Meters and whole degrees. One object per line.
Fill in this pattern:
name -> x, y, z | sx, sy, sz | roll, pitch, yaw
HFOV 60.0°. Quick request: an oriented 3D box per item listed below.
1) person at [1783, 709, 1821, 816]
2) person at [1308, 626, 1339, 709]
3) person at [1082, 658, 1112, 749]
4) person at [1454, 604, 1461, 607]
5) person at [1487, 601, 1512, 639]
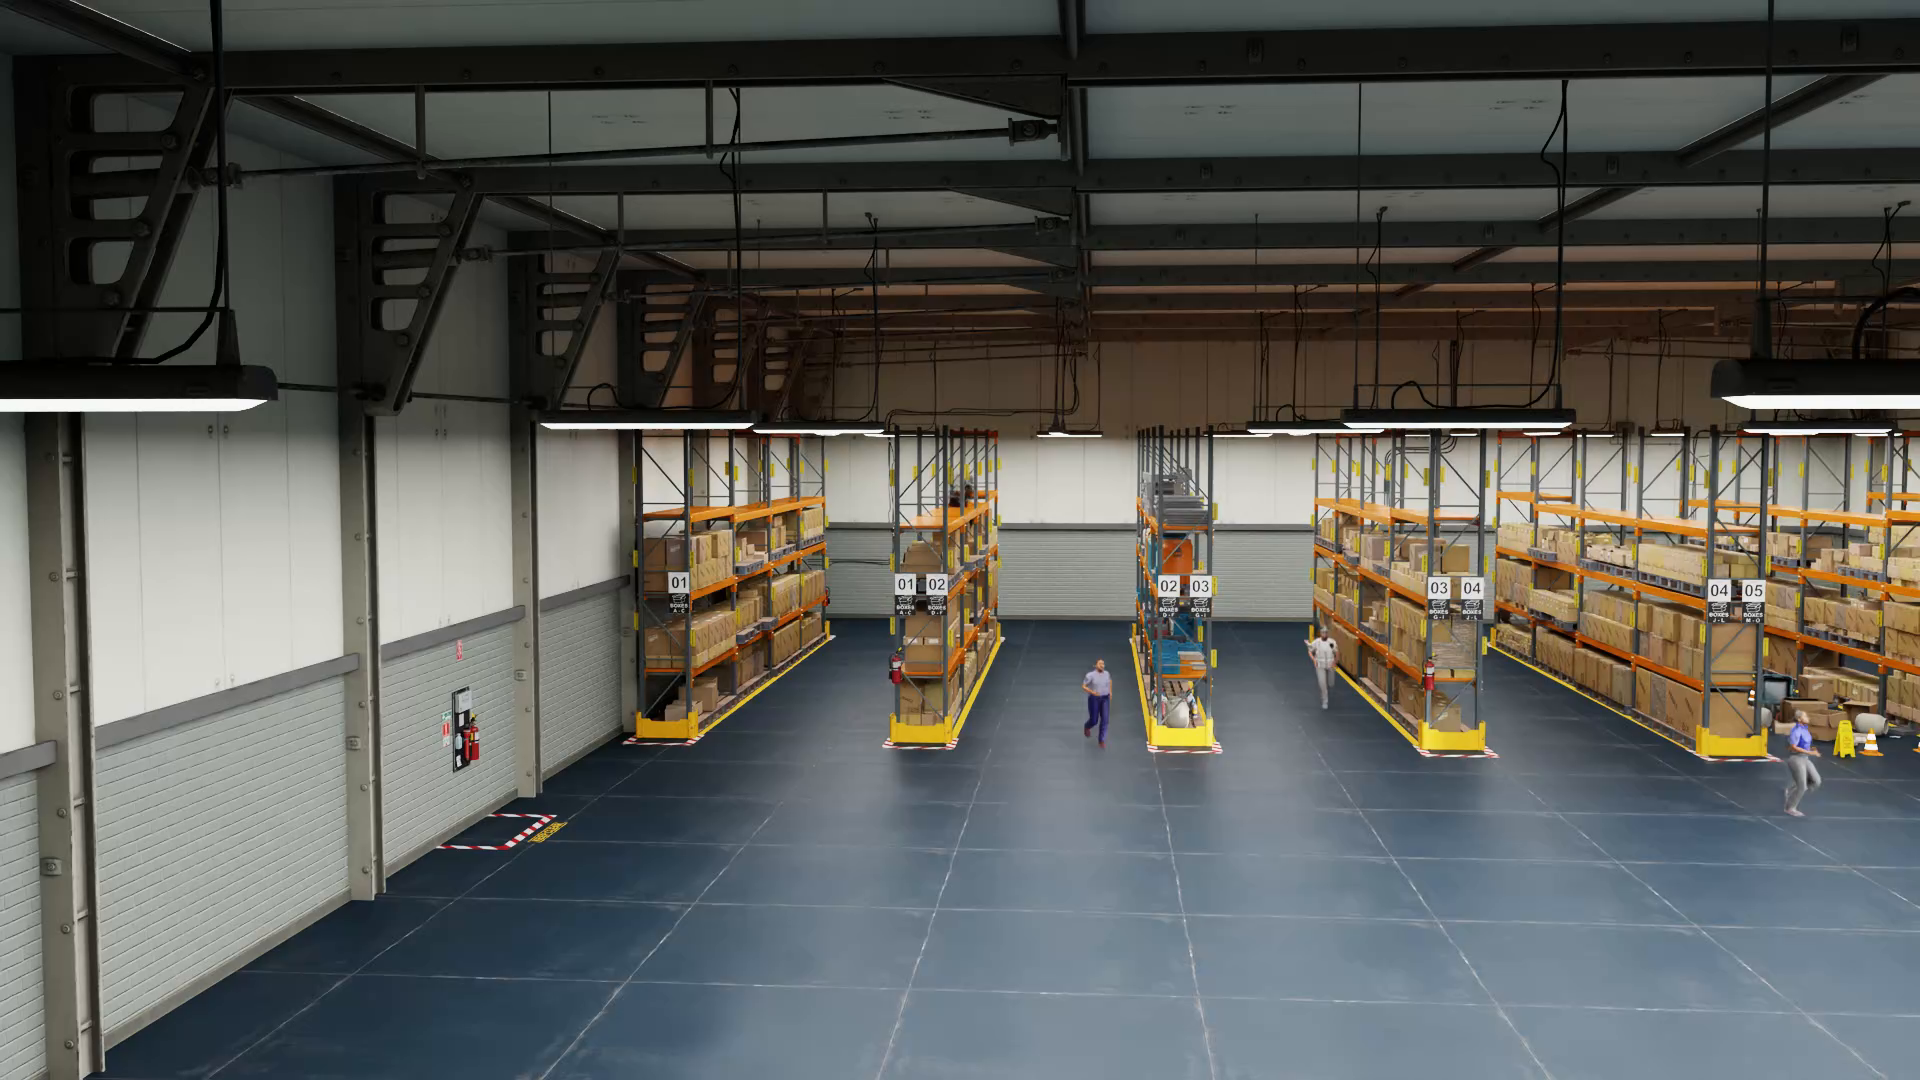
person -> 12.835, 3.389, 25.294 | 0.528, 1.624, 0.624 | 3, 5, 43
person -> 7.849, 2.721, 35.845 | 0.660, 1.767, 0.886 | 0, 3, -2
person -> 2.608, 3.049, 31.237 | 0.646, 1.660, 0.860 | -1, 4, -20
person -> 13.527, 2.102, 45.927 | 0.657, 1.799, 0.708 | 2, 4, 33
person -> 15.531, 2.057, 47.513 | 0.894, 1.696, 0.749 | 1, 4, 19
